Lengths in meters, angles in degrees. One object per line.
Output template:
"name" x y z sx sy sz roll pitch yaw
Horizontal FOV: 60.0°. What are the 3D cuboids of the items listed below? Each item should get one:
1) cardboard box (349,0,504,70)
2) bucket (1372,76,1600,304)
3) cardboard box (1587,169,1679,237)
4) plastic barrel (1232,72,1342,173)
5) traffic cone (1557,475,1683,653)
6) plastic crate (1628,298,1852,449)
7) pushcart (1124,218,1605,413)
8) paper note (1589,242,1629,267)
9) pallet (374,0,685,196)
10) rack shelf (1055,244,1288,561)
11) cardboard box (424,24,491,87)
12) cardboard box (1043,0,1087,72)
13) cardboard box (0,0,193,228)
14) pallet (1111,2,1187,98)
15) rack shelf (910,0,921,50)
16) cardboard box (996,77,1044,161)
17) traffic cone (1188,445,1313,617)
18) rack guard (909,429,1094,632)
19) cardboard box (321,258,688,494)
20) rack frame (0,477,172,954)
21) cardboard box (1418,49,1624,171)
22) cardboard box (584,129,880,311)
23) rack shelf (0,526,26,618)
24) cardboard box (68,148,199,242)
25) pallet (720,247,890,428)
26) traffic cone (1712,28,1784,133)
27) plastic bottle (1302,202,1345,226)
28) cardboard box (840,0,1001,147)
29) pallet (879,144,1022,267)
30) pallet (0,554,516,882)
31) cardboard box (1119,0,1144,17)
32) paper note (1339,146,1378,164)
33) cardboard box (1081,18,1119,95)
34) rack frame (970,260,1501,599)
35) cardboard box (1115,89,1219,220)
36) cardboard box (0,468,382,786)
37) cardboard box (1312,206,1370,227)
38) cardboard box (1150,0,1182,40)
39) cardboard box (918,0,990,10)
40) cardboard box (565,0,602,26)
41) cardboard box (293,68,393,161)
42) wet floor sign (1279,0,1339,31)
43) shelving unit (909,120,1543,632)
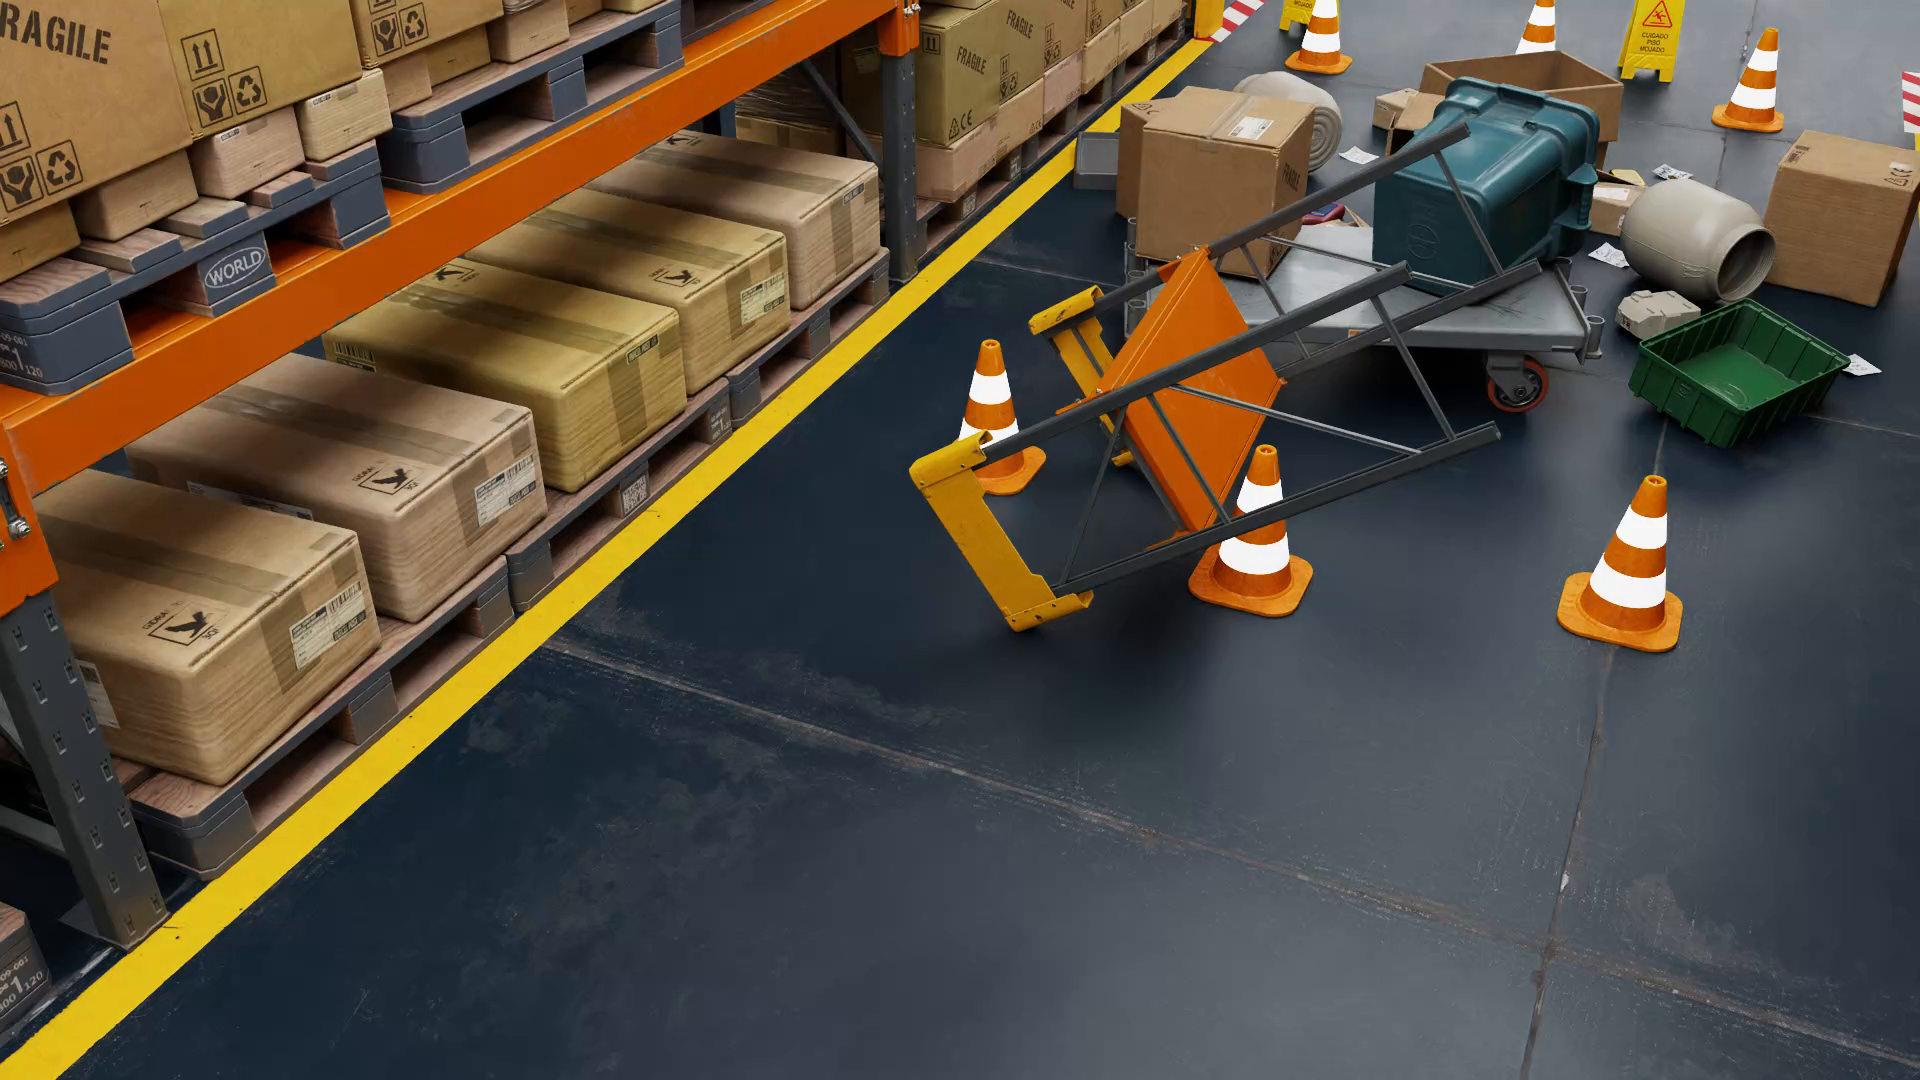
"cardboard box" -1.502 -1.493 4.045 0.500 0.500 0.500 15 36 21
"bucket" 1.846 -1.223 5.978 0.726 0.611 0.620 29 53 36
"cardboard box" 2.930 -1.495 7.287 0.396 0.266 0.258 21 39 28
"plastic barrel" 1.530 -1.983 7.889 0.421 0.421 0.512 -15 36 -21
"traffic cone" 1.951 0.023 4.793 0.336 0.463 0.334 14 36 20
"plastic crate" 2.766 -0.595 5.933 0.662 0.188 0.450 -21 49 -29
"pushcart" 1.437 -0.850 6.202 1.648 0.377 0.936 3 33 4
"paper note" 2.790 -1.211 7.076 0.172 0.023 0.155 29 43 36
"pallet" -1.537 -1.368 4.775 1.003 0.211 1.213 14 36 20
"rack shelf" 0.644 -0.418 4.846 0.185 0.538 1.000 -22 20 35
"cardboard box" -1.472 -1.321 4.375 0.380 0.149 0.250 16 36 22
"cardboard box" 0.269 -2.543 7.834 0.500 0.500 0.500 16 37 23
"cardboard box" -1.930 -0.965 3.241 0.500 0.500 0.500 13 35 19
"pallet" 0.615 -2.836 9.383 1.003 0.211 1.213 14 36 20
"rack shelf" 0.182 -3.140 7.959 1.077 0.370 4.000 14 36 20
"cardboard box" 0.050 -1.971 7.645 0.500 0.250 0.500 16 37 23
"traffic cone" 0.885 -0.071 4.937 0.336 0.463 0.334 14 36 20
"rack guard" 0.119 -0.018 4.708 0.250 0.587 0.087 -22 20 35
"cardboard box" -1.459 -0.554 5.373 0.950 0.372 0.625 15 36 22
"rack frame" -2.328 -0.453 3.205 1.000 3.000 0.127 14 36 20
"cardboard box" 2.583 -1.937 7.746 0.797 0.503 0.637 -9 34 -13
"cardboard box" -0.872 -1.260 6.449 0.950 0.372 0.625 15 36 21
"rack shelf" -3.165 0.844 1.883 1.077 0.370 4.000 14 36 20
"cardboard box" -1.875 -0.775 3.543 0.380 0.149 0.250 12 35 18
"pallet" -0.979 -0.890 6.416 1.003 0.211 1.213 14 36 20
"traffic cone" 4.045 -2.352 8.415 0.336 0.463 0.334 14 36 20
"plastic bottle" 1.589 -1.428 7.373 0.133 0.061 0.283 21 39 28
"cardboard box" -0.163 -2.016 7.030 0.500 0.500 0.500 16 36 23
"pallet" -0.406 -1.621 7.530 1.003 0.211 1.213 14 36 20
"pallet" -2.000 0.325 4.562 1.003 0.211 1.213 14 36 20
"cardboard box" 0.705 -3.057 8.617 0.500 0.500 0.500 16 36 22
"paper note" 1.940 -1.874 8.091 0.148 0.019 0.142 29 43 36
"cardboard box" 0.487 -2.480 8.422 0.500 0.250 0.500 13 35 19
"rack frame" 0.594 -0.212 4.351 1.500 0.500 0.032 -22 20 35
"cardboard box" 1.029 -1.622 7.265 0.500 0.500 0.500 -15 36 -21
"cardboard box" -2.083 0.192 4.236 0.950 0.372 0.625 12 35 17
"cardboard box" 1.635 -1.215 6.860 0.258 0.266 0.396 -9 34 -13
"cardboard box" 0.915 -2.986 9.193 0.500 0.250 0.500 14 36 20
"cardboard box" -0.056 -2.336 6.926 0.380 0.149 0.250 15 36 21
"cardboard box" -1.263 -1.583 4.775 0.380 0.149 0.250 13 35 19
"cardboard box" -1.584 -1.033 3.937 0.380 0.149 0.250 14 36 21
"wet floor sign" 2.070 -3.301 9.696 0.267 0.644 0.232 29 43 36
"shelving unit" 0.778 -0.469 4.737 1.500 0.587 1.083 -22 20 35
